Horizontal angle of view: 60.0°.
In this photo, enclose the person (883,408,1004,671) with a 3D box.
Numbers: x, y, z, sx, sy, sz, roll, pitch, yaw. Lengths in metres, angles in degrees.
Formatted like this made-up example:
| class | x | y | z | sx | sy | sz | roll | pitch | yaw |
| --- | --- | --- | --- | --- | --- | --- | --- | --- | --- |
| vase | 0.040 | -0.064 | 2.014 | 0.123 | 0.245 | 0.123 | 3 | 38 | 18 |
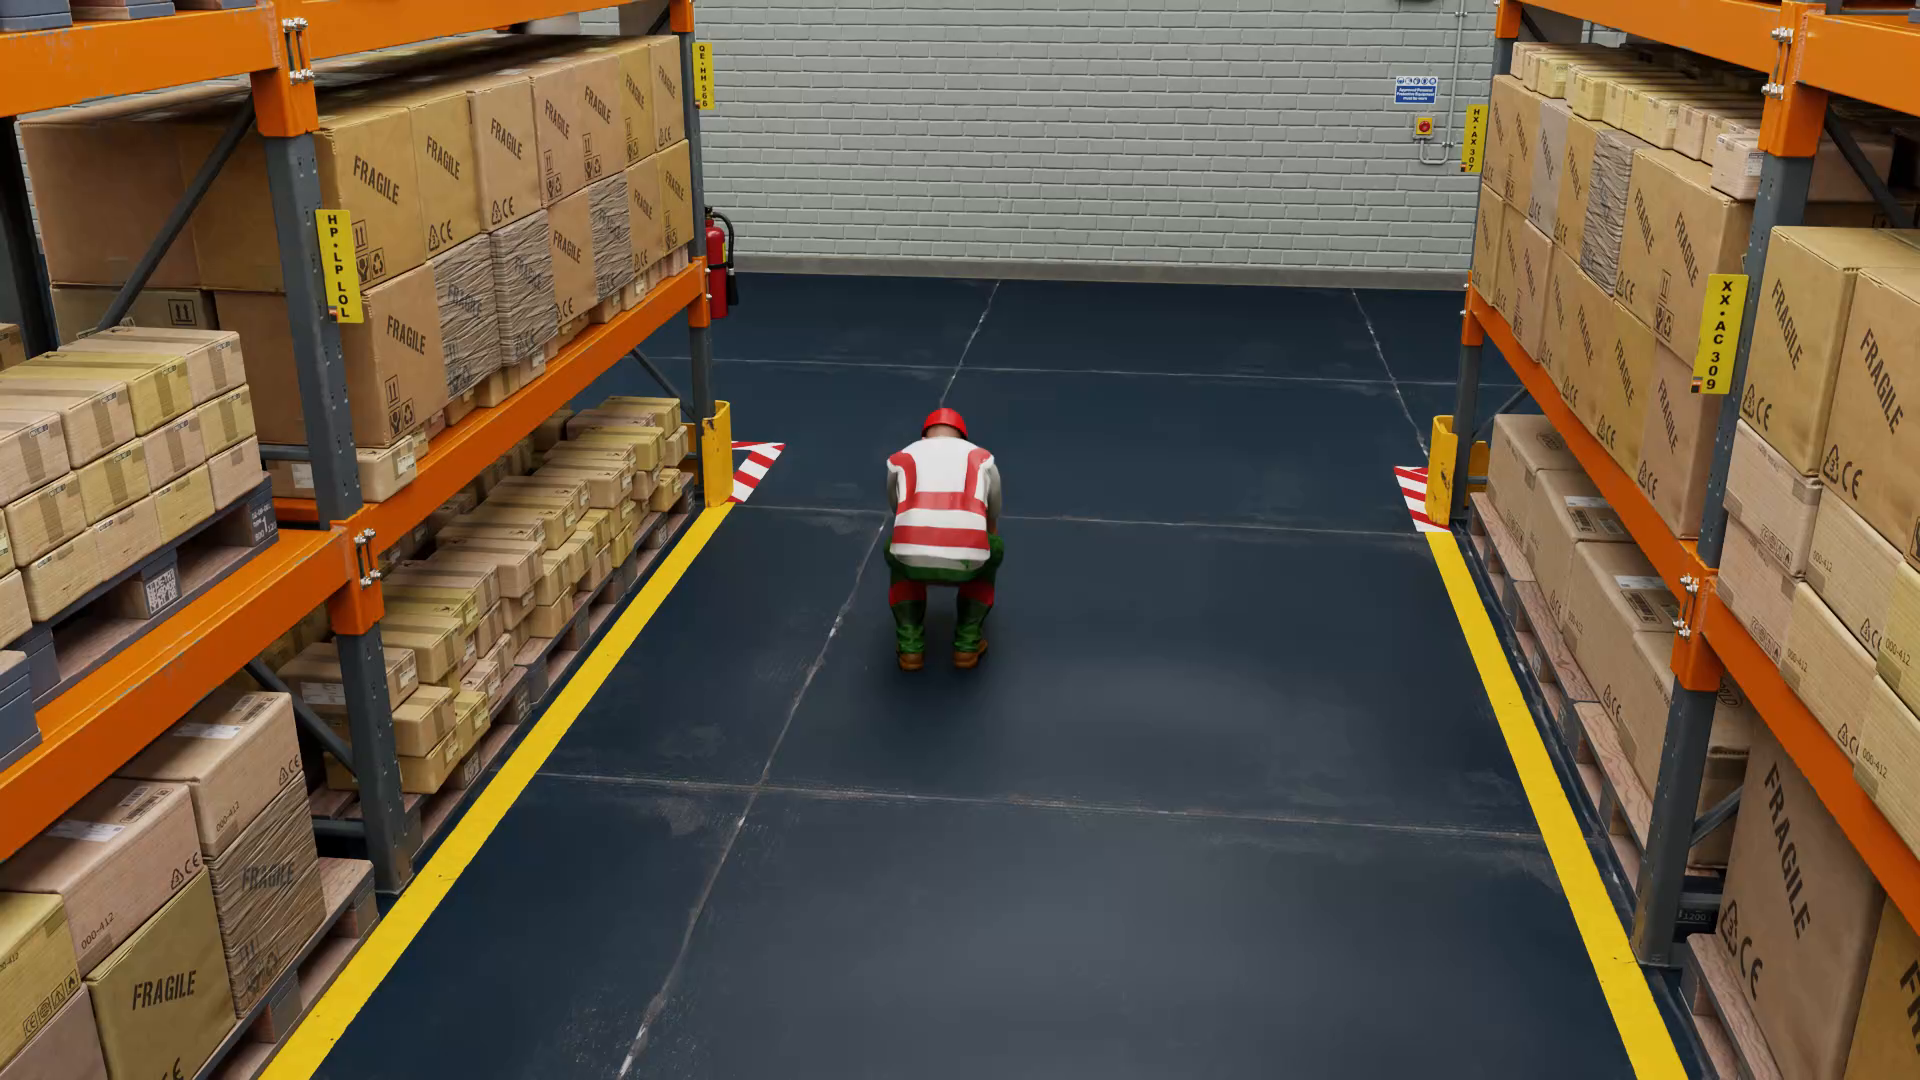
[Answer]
| class | x | y | z | sx | sy | sz | roll | pitch | yaw |
| --- | --- | --- | --- | --- | --- | --- | --- | --- | --- |
| person | -0.070 | 0.009 | 7.148 | 0.523 | 0.990 | 0.912 | 2 | 21 | 5 |
